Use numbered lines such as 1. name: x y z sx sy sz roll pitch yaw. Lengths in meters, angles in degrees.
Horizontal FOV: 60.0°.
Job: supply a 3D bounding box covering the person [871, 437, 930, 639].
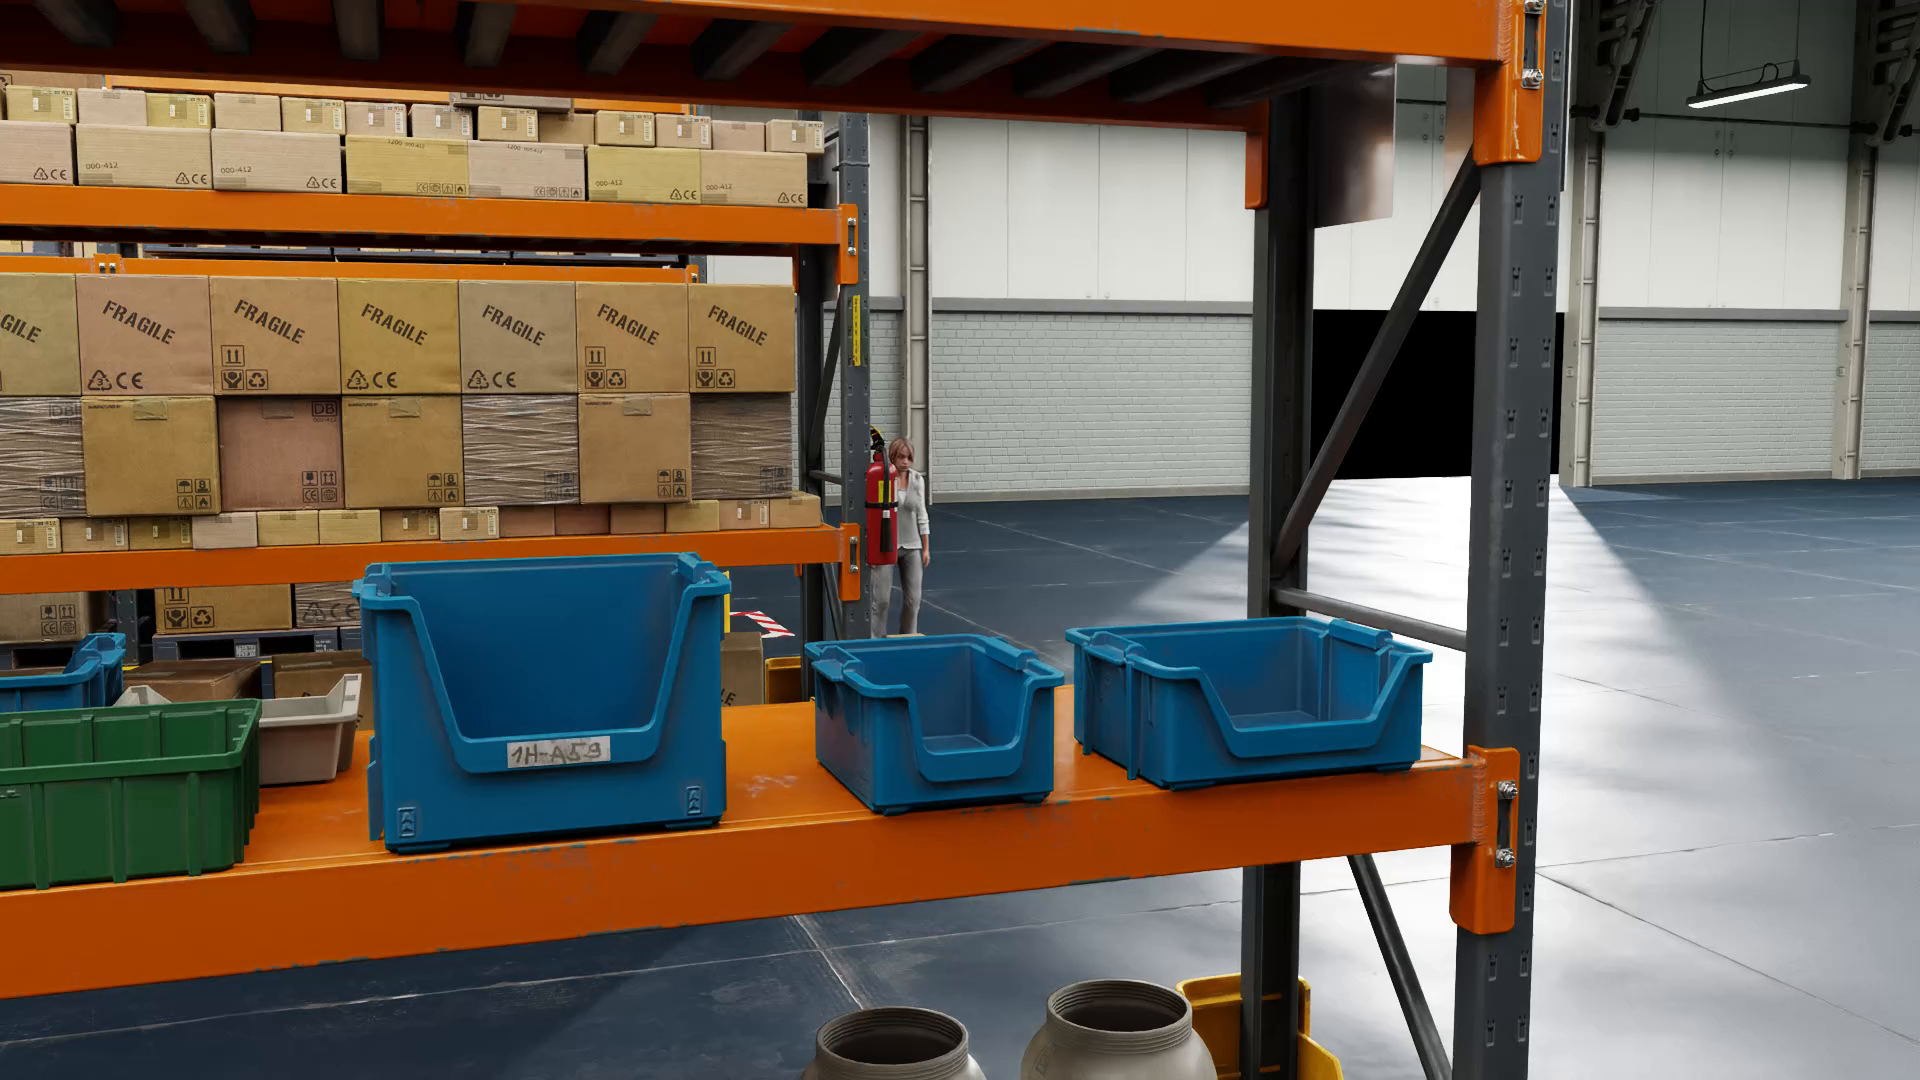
1. person: -0.430 0.090 11.409 0.465 1.593 0.348 -2 6 -19
